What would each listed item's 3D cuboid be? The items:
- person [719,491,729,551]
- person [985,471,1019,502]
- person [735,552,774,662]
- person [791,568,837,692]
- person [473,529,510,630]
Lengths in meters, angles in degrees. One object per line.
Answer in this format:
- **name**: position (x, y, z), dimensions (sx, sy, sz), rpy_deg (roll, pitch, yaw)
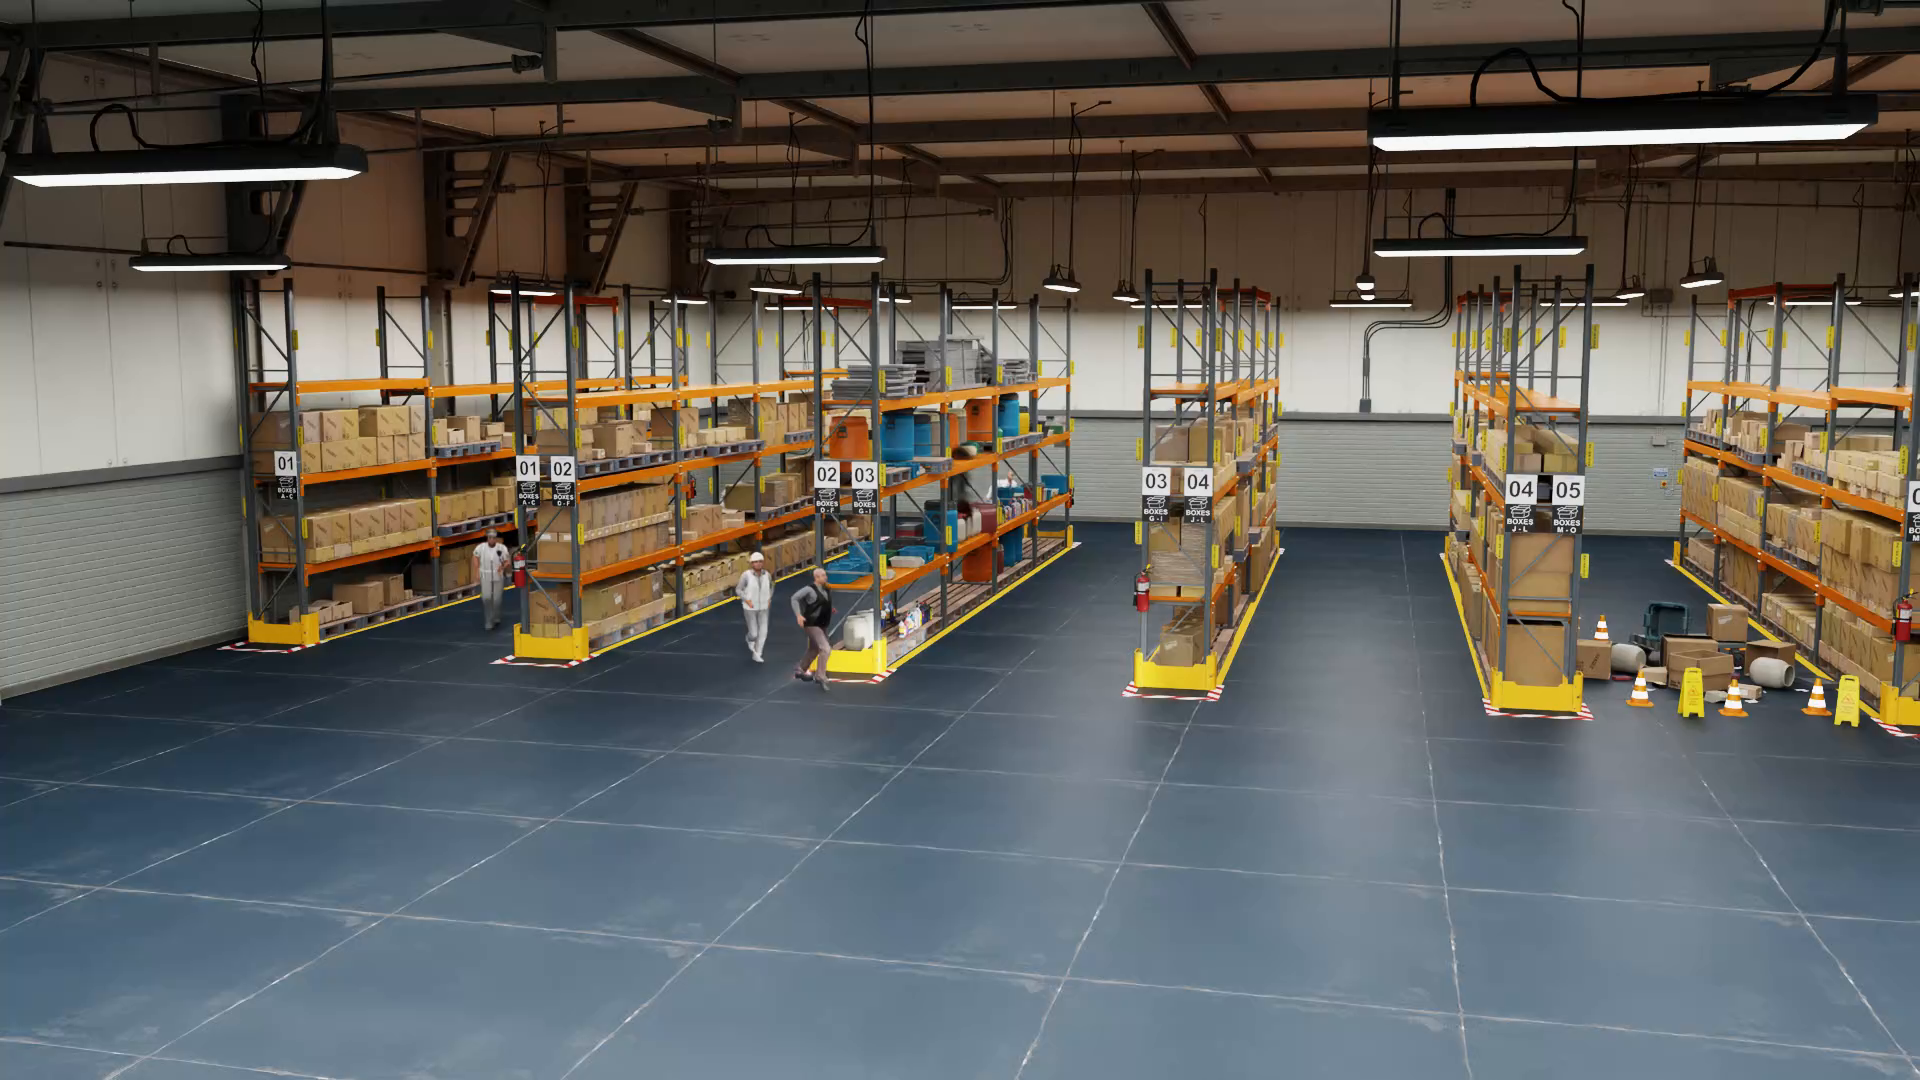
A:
- **person**: position (-5.244, -0.356, 37.991), dimensions (0.664, 1.614, 0.936), rpy_deg (0, 7, -3)
- **person**: position (1.186, -0.919, 42.615), dimensions (0.910, 1.695, 0.726), rpy_deg (-5, 8, -36)
- **person**: position (-3.212, 1.038, 26.071), dimensions (0.645, 1.722, 0.644), rpy_deg (-3, 7, -22)
- **person**: position (-2.111, 1.289, 23.957), dimensions (0.714, 1.783, 0.745), rpy_deg (4, 8, 28)
- **person**: position (-8.164, 0.683, 29.014), dimensions (0.605, 1.803, 0.842), rpy_deg (-2, 7, -18)
